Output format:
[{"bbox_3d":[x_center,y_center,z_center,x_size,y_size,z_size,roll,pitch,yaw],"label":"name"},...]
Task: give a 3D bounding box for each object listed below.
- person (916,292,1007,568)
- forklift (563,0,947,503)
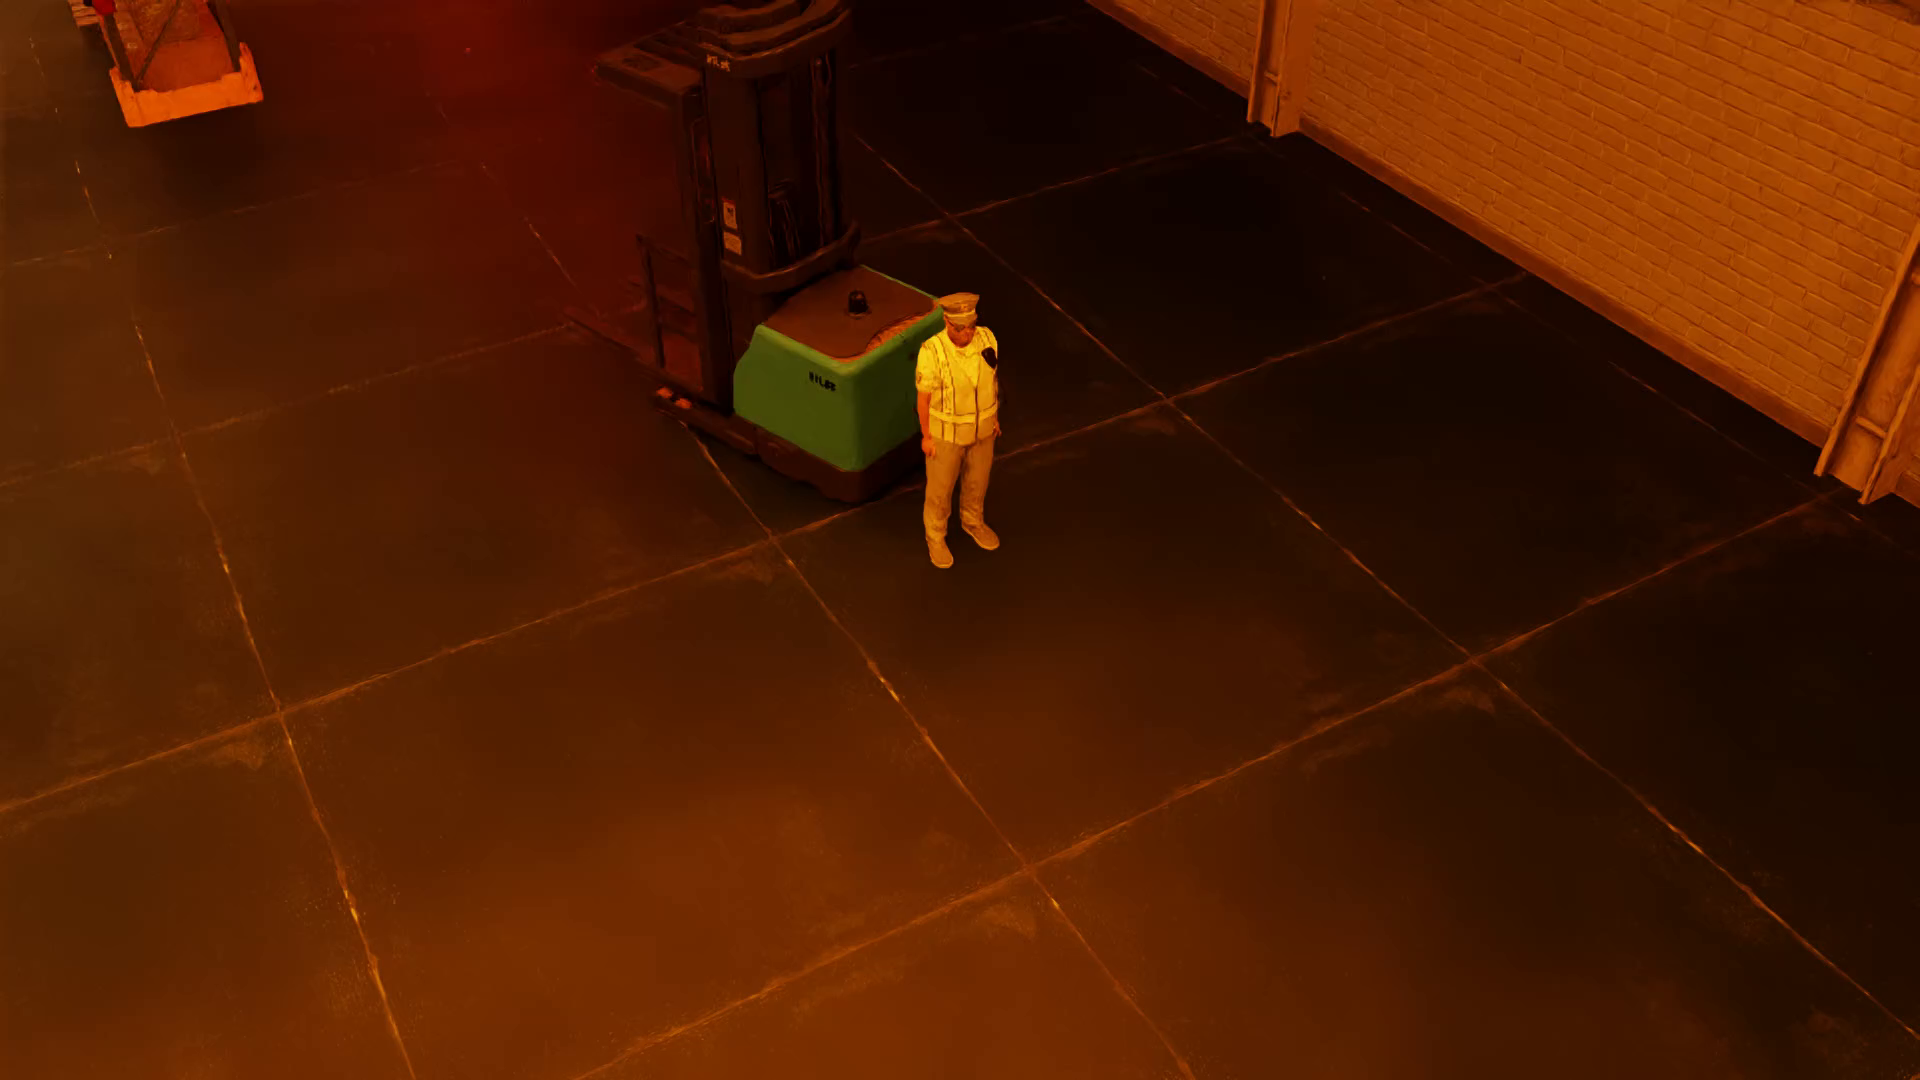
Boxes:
[{"bbox_3d":[0.009,-0.673,9.757,0.523,1.773,0.396,-20,44,-23],"label":"person"},{"bbox_3d":[-1.489,-2.155,10.634,3.031,2.935,1.130,28,47,30],"label":"forklift"}]
